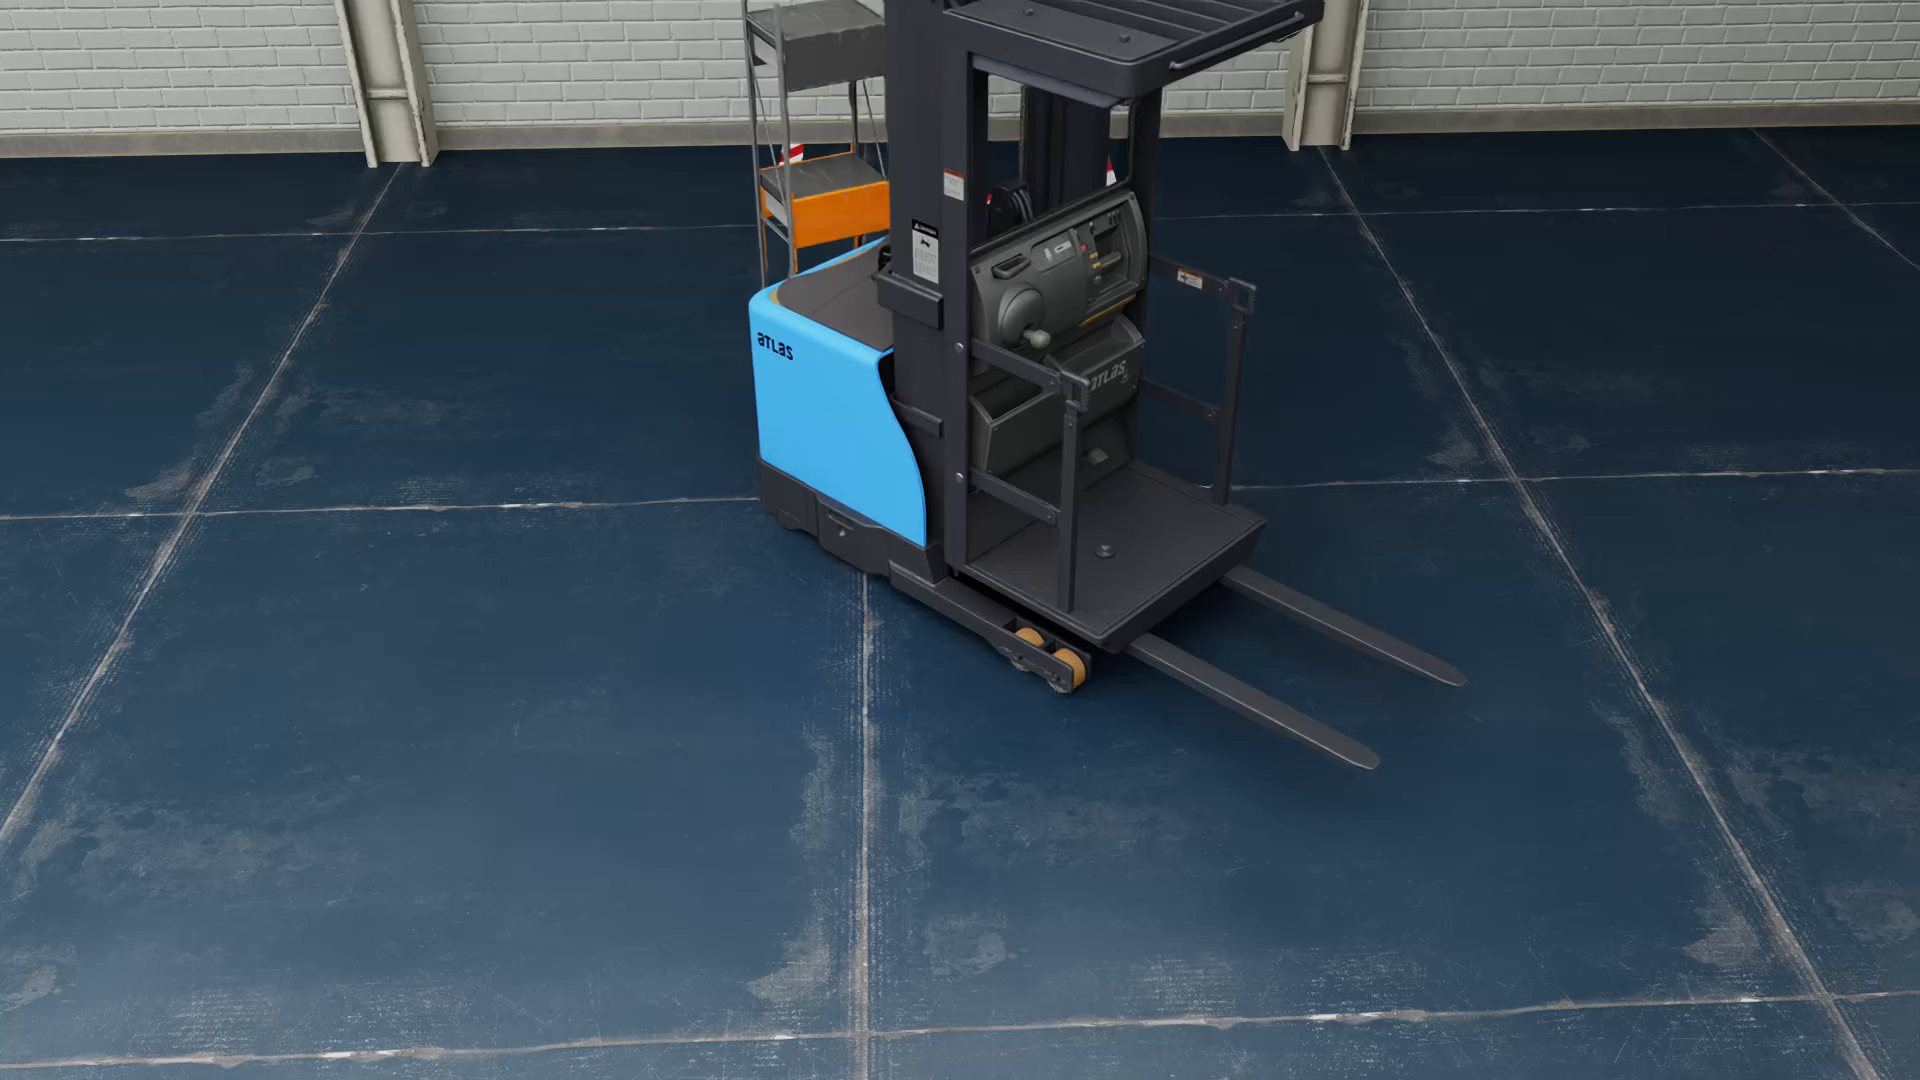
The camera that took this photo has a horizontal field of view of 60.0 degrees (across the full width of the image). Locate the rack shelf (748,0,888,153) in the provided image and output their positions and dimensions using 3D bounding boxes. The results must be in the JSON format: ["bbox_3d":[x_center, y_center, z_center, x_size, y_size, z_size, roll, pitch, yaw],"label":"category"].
[{"bbox_3d":[-0.606,-2.009,7.102,0.480,0.518,0.431,-17,38,-23],"label":"rack shelf"}]

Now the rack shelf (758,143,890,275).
[{"bbox_3d":[-0.606,-1.434,7.500,0.480,0.518,0.431,-17,38,-23],"label":"rack shelf"}]

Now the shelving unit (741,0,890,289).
[{"bbox_3d":[-0.606,-1.445,7.492,0.503,2.100,0.431,-17,38,-23],"label":"shelving unit"}]

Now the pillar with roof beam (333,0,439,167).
[{"bbox_3d":[-3.422,-3.749,4.760,0.400,9.000,9.100,-2,35,-2],"label":"pillar with roof beam"}]

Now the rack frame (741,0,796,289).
[{"bbox_3d":[-0.821,-1.379,7.398,0.015,2.100,0.400,-17,38,-23],"label":"rack frame"}]

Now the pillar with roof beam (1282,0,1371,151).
[{"bbox_3d":[2.572,-3.911,4.994,0.400,9.000,9.100,-2,35,-2],"label":"pillar with roof beam"}]

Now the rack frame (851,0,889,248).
[{"bbox_3d":[-0.390,-1.510,7.587,0.015,2.100,0.400,-17,38,-23],"label":"rack frame"}]

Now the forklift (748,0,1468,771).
[{"bbox_3d":[0.536,-0.956,6.056,3.031,2.935,1.130,28,43,34],"label":"forklift"}]
